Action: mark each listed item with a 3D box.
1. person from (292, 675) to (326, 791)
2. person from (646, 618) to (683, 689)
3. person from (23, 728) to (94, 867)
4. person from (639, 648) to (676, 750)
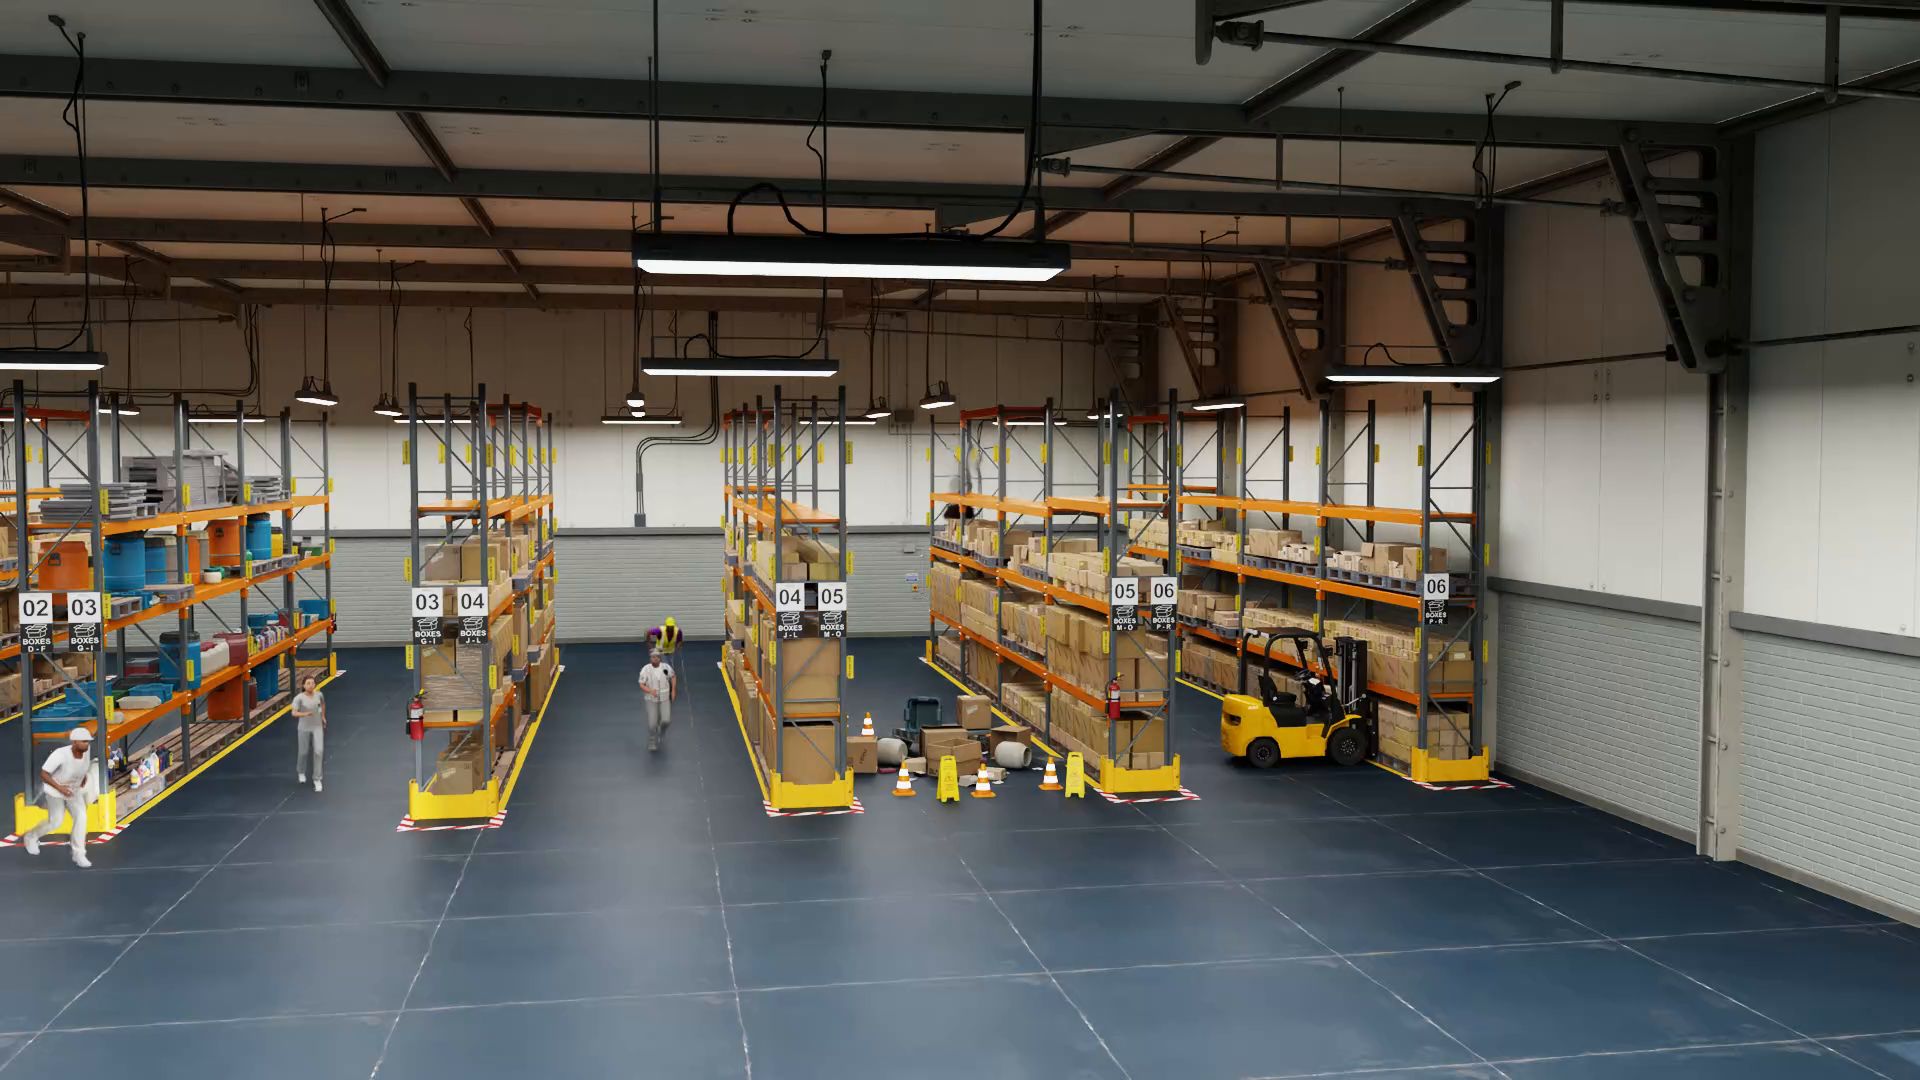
[{"bbox_3d":[-9.796,2.876,25.031,0.543,1.692,0.909,-2,4,-34],"label":"person"},{"bbox_3d":[-6.278,2.421,35.376,0.734,1.577,0.836,-2,3,-28],"label":"person"},{"bbox_3d":[-11.061,3.140,20.423,1.046,1.712,0.733,1,3,14],"label":"person"},{"bbox_3d":[-5.113,2.698,28.209,0.656,1.749,0.673,-1,3,-19],"label":"person"}]
